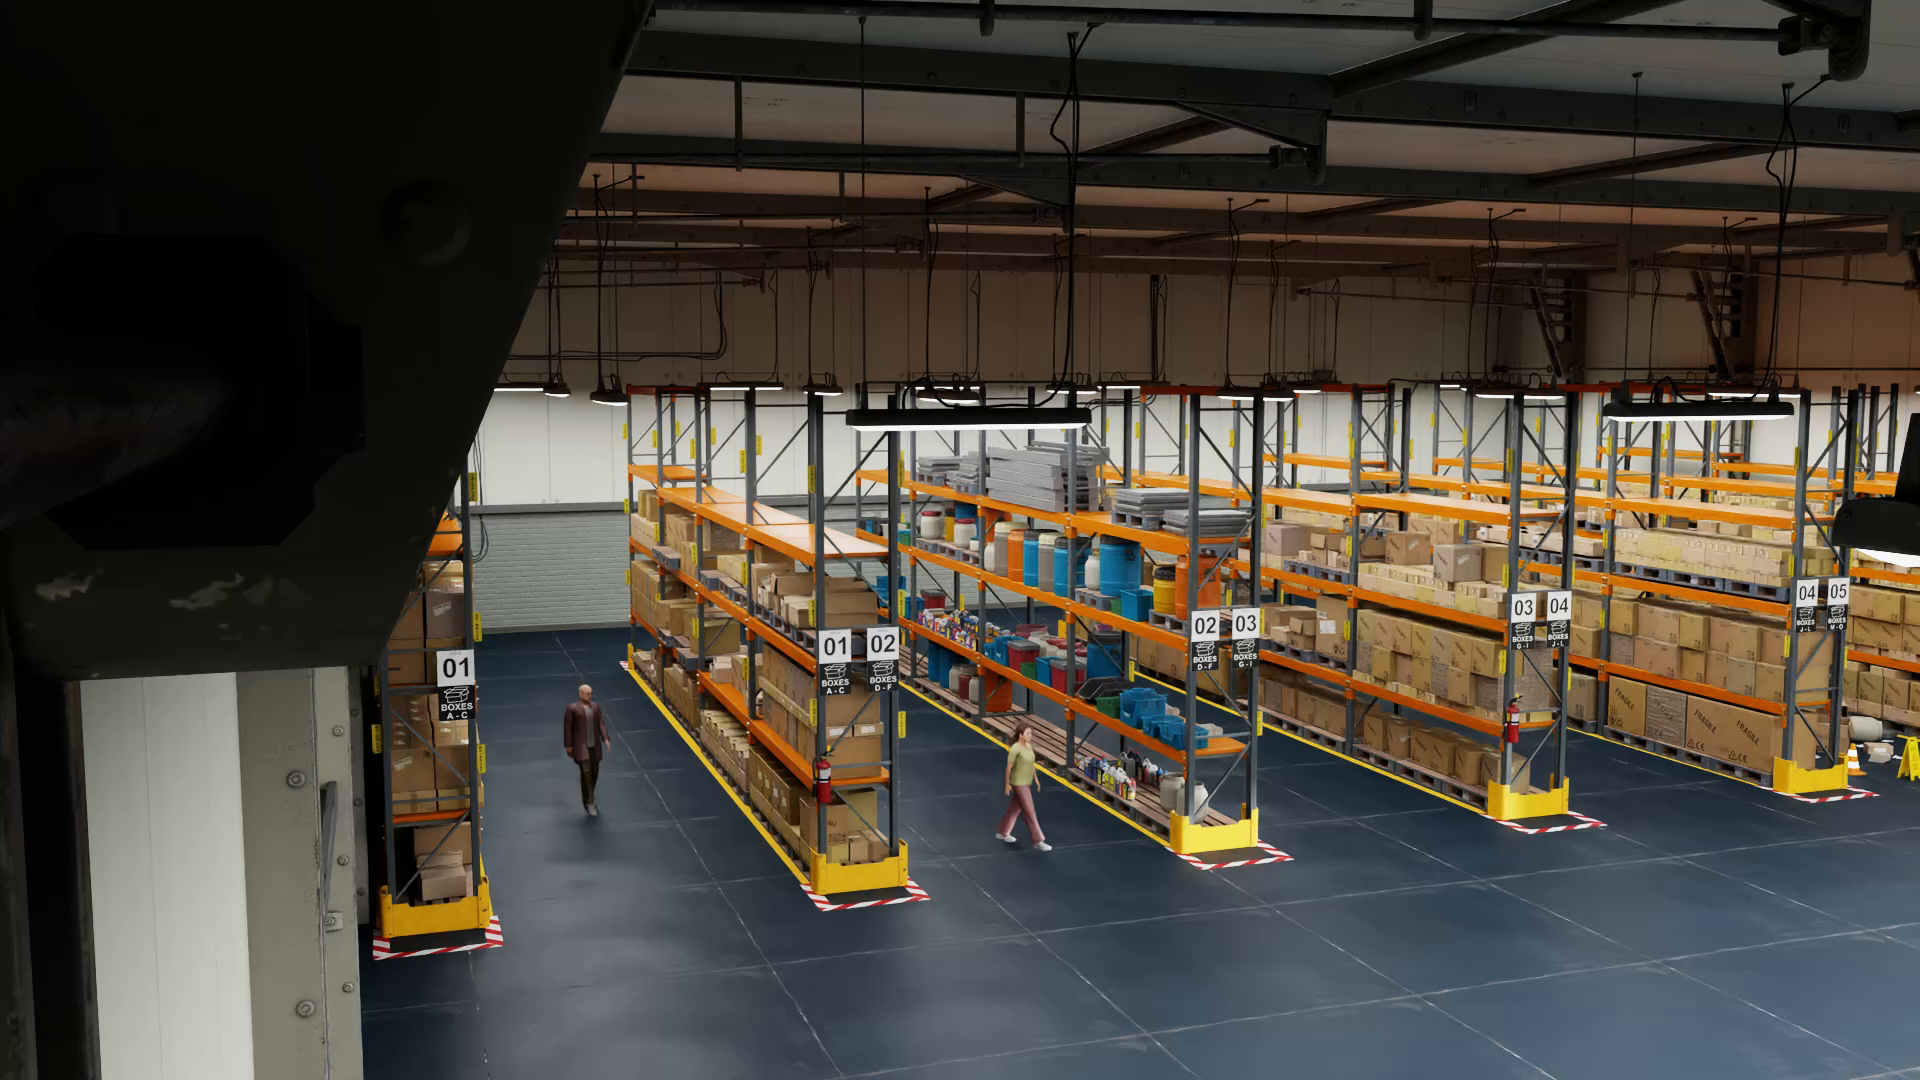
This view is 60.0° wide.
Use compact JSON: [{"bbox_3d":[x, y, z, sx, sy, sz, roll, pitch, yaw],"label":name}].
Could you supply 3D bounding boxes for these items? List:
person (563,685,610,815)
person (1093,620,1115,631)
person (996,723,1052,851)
[{"bbox_3d":[-5.303,3.007,23.921,0.593,1.817,0.732,-6,8,-44],"label":"person"},{"bbox_3d":[2.913,1.951,33.405,0.552,1.534,0.791,-1,6,-7],"label":"person"},{"bbox_3d":[0.876,3.231,21.984,0.934,1.628,0.512,3,7,27],"label":"person"}]
